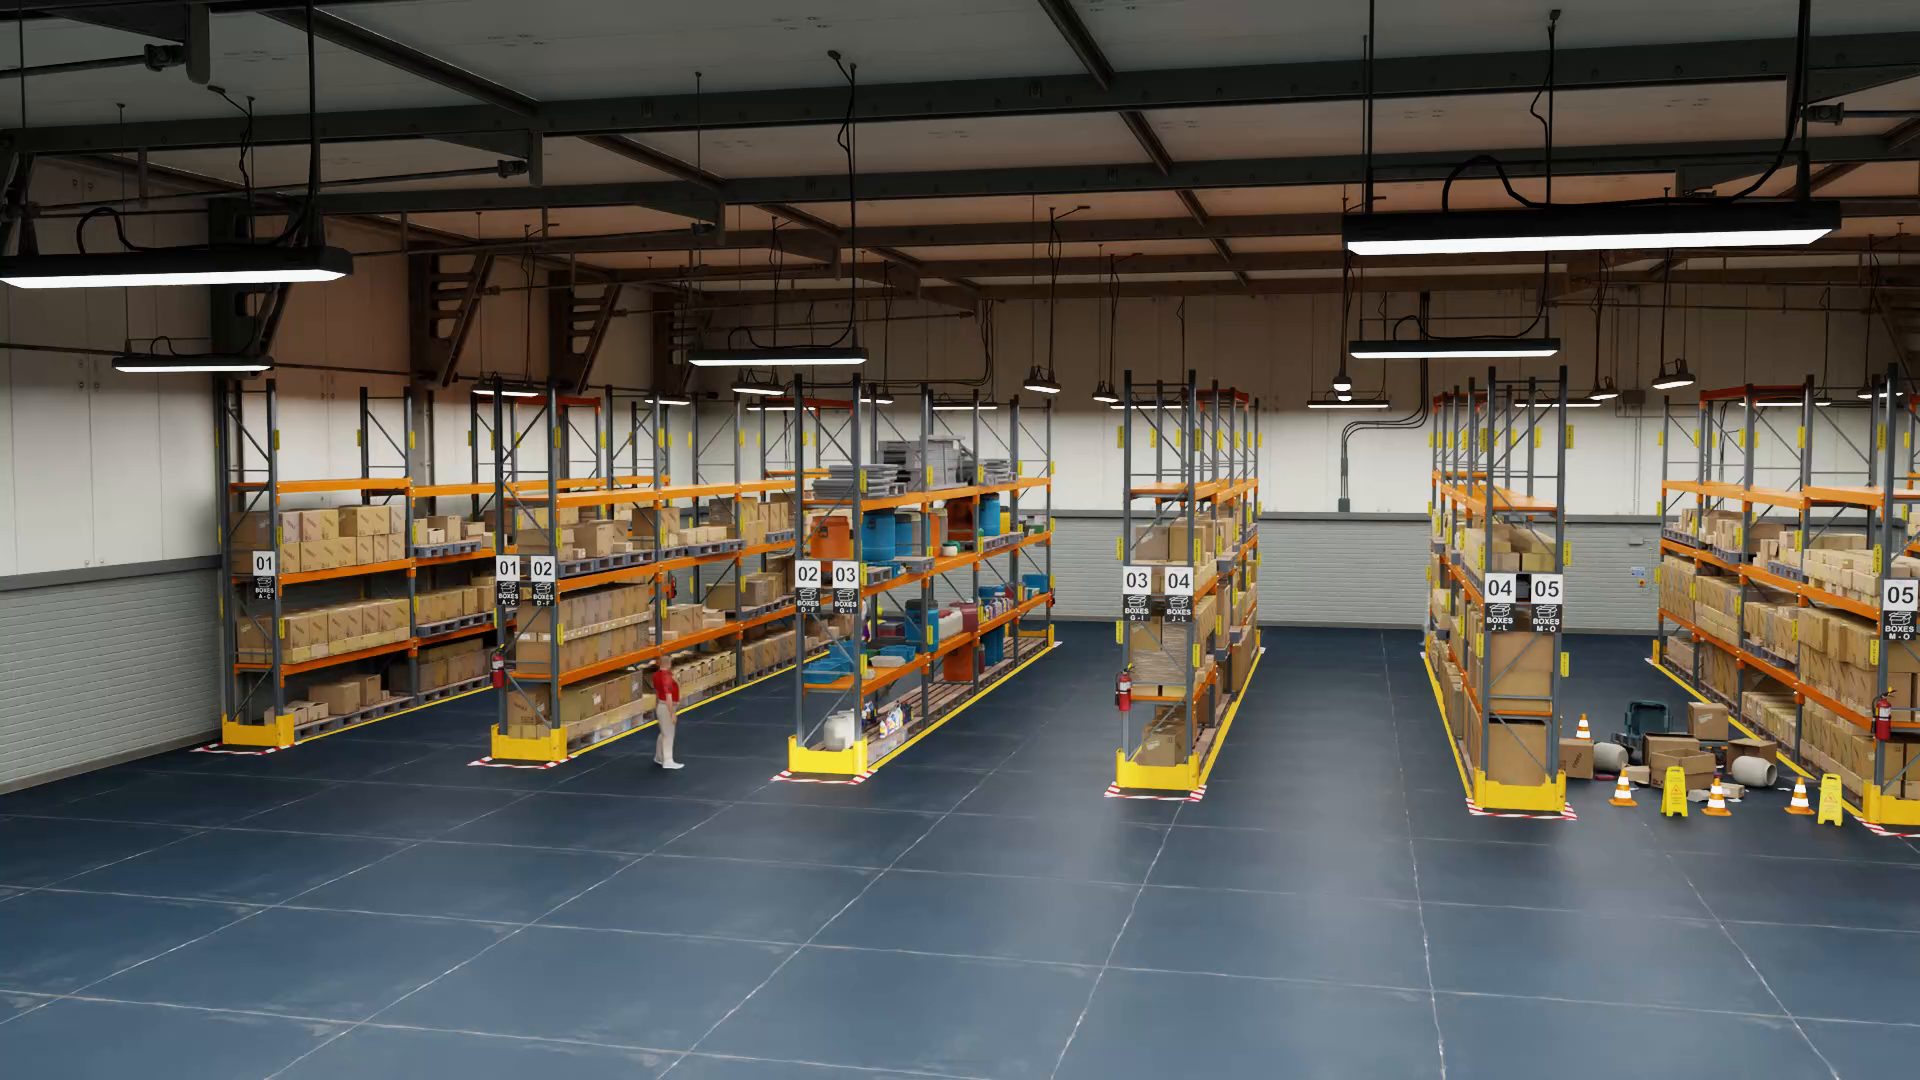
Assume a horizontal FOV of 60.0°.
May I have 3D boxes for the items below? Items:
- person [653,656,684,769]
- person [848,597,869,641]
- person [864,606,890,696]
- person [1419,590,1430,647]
[{"bbox_3d":[-4.455,2.637,25.420,0.433,1.765,0.618,-1,4,-16],"label":"person"},{"bbox_3d":[-2.321,1.874,38.390,0.497,1.686,0.512,2,4,24],"label":"person"},{"bbox_3d":[-1.574,2.160,32.482,0.594,1.754,0.477,-1,4,-12],"label":"person"},{"bbox_3d":[11.540,1.726,40.323,0.551,1.732,1.029,3,5,43],"label":"person"}]
